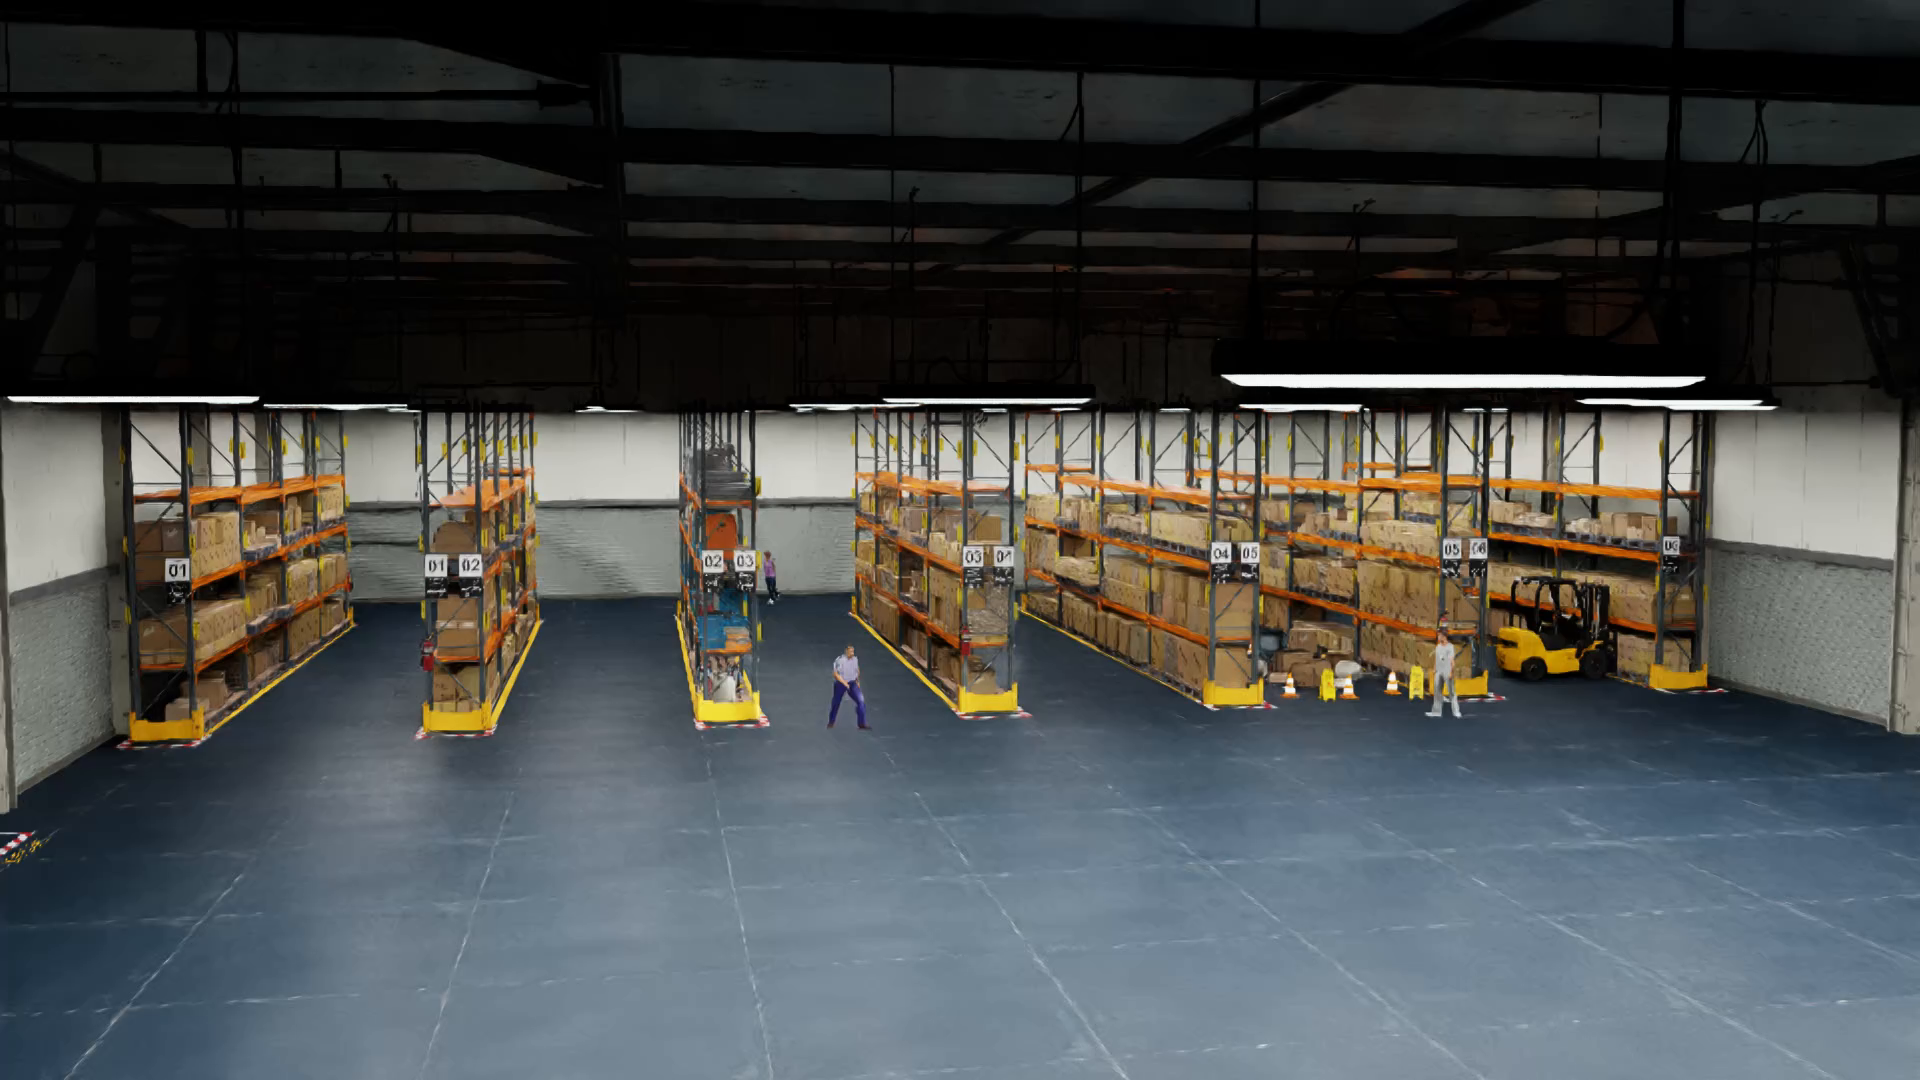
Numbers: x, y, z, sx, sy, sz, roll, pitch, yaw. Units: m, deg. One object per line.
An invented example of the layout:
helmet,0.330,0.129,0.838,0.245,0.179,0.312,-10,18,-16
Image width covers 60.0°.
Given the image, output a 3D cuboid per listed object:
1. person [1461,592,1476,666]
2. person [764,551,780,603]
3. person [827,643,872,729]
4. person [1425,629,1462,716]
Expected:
person,11.491,2.025,37.851,0.498,1.672,0.561,1,4,14
person,-5.750,1.104,50.756,0.461,1.588,0.491,2,5,28
person,-2.051,2.642,30.278,0.656,1.581,0.818,-2,5,-27
person,9.214,2.524,31.537,0.551,1.654,0.585,-3,5,-32
